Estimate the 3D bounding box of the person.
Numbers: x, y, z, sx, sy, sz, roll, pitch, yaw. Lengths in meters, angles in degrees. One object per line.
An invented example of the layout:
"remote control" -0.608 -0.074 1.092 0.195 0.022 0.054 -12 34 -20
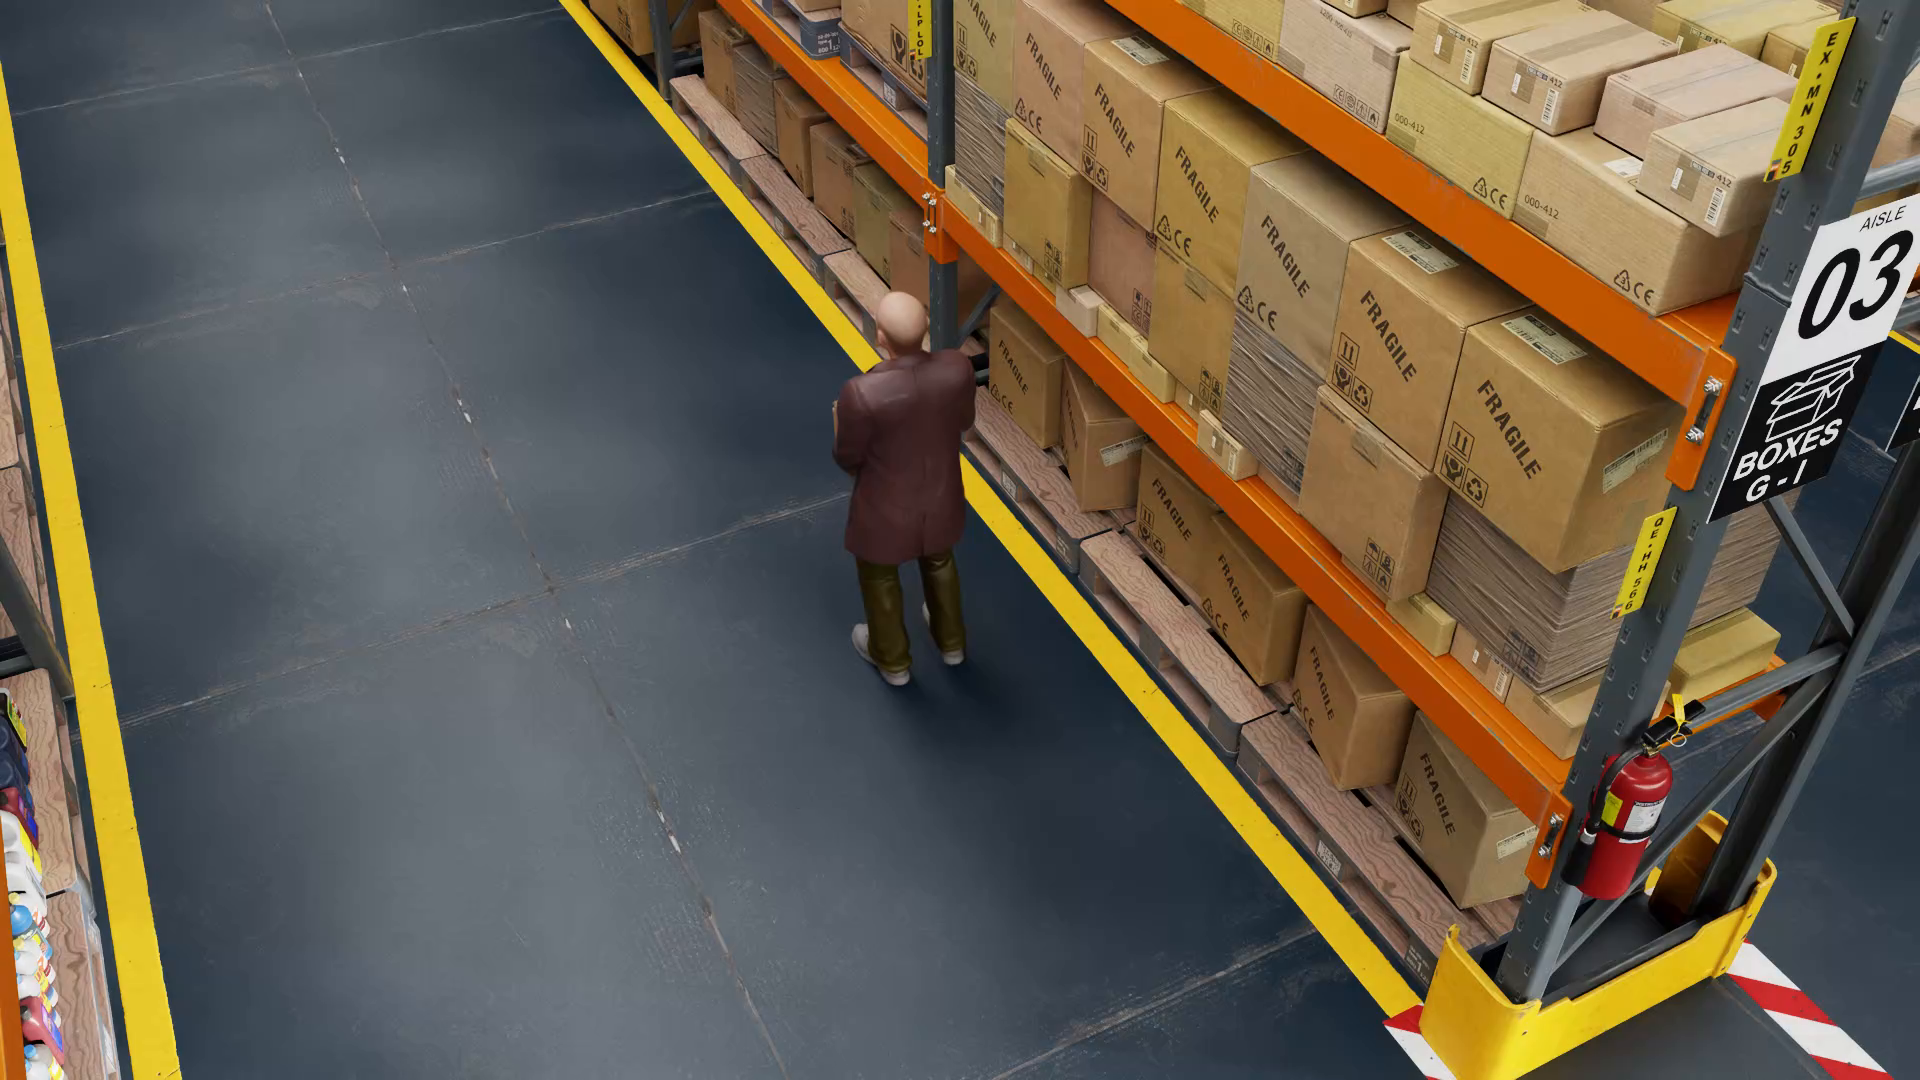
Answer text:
"person" -0.238 -0.230 6.430 0.566 1.782 0.499 -18 44 -20
